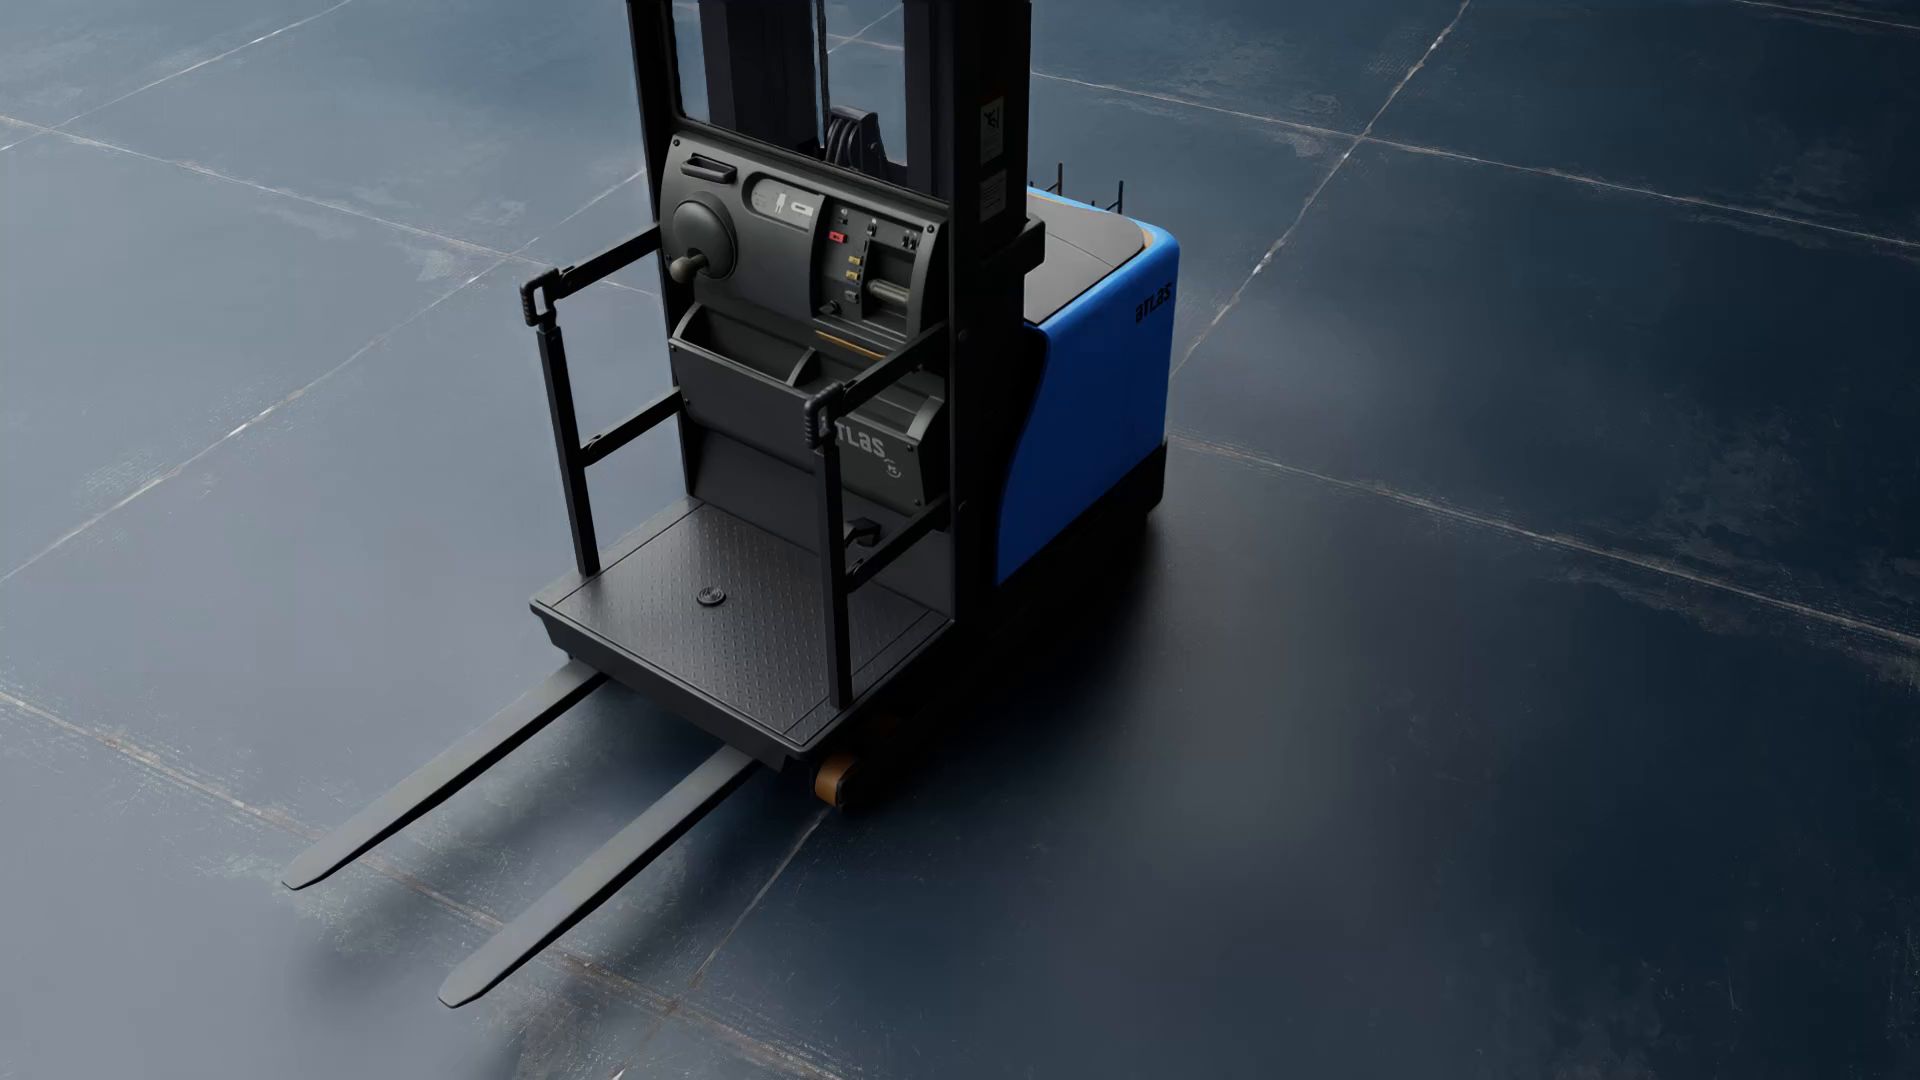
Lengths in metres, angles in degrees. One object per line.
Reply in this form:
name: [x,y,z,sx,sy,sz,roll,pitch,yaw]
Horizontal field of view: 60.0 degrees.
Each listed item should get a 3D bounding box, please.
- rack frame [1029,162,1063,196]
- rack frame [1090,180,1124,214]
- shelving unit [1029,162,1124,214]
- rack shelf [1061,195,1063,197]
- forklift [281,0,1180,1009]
rack frame: [0.293,-0.834,5.981,0.008,1.050,0.200,23,43,28]
rack frame: [0.491,-0.749,5.868,0.008,1.050,0.200,23,43,28]
shelving unit: [0.392,-0.792,5.924,0.252,1.050,0.215,23,43,28]
rack shelf: [0.392,-1.009,5.759,0.240,0.259,0.215,23,43,28]
forklift: [-0.567,-0.740,4.301,1.130,2.935,3.031,24,43,28]
